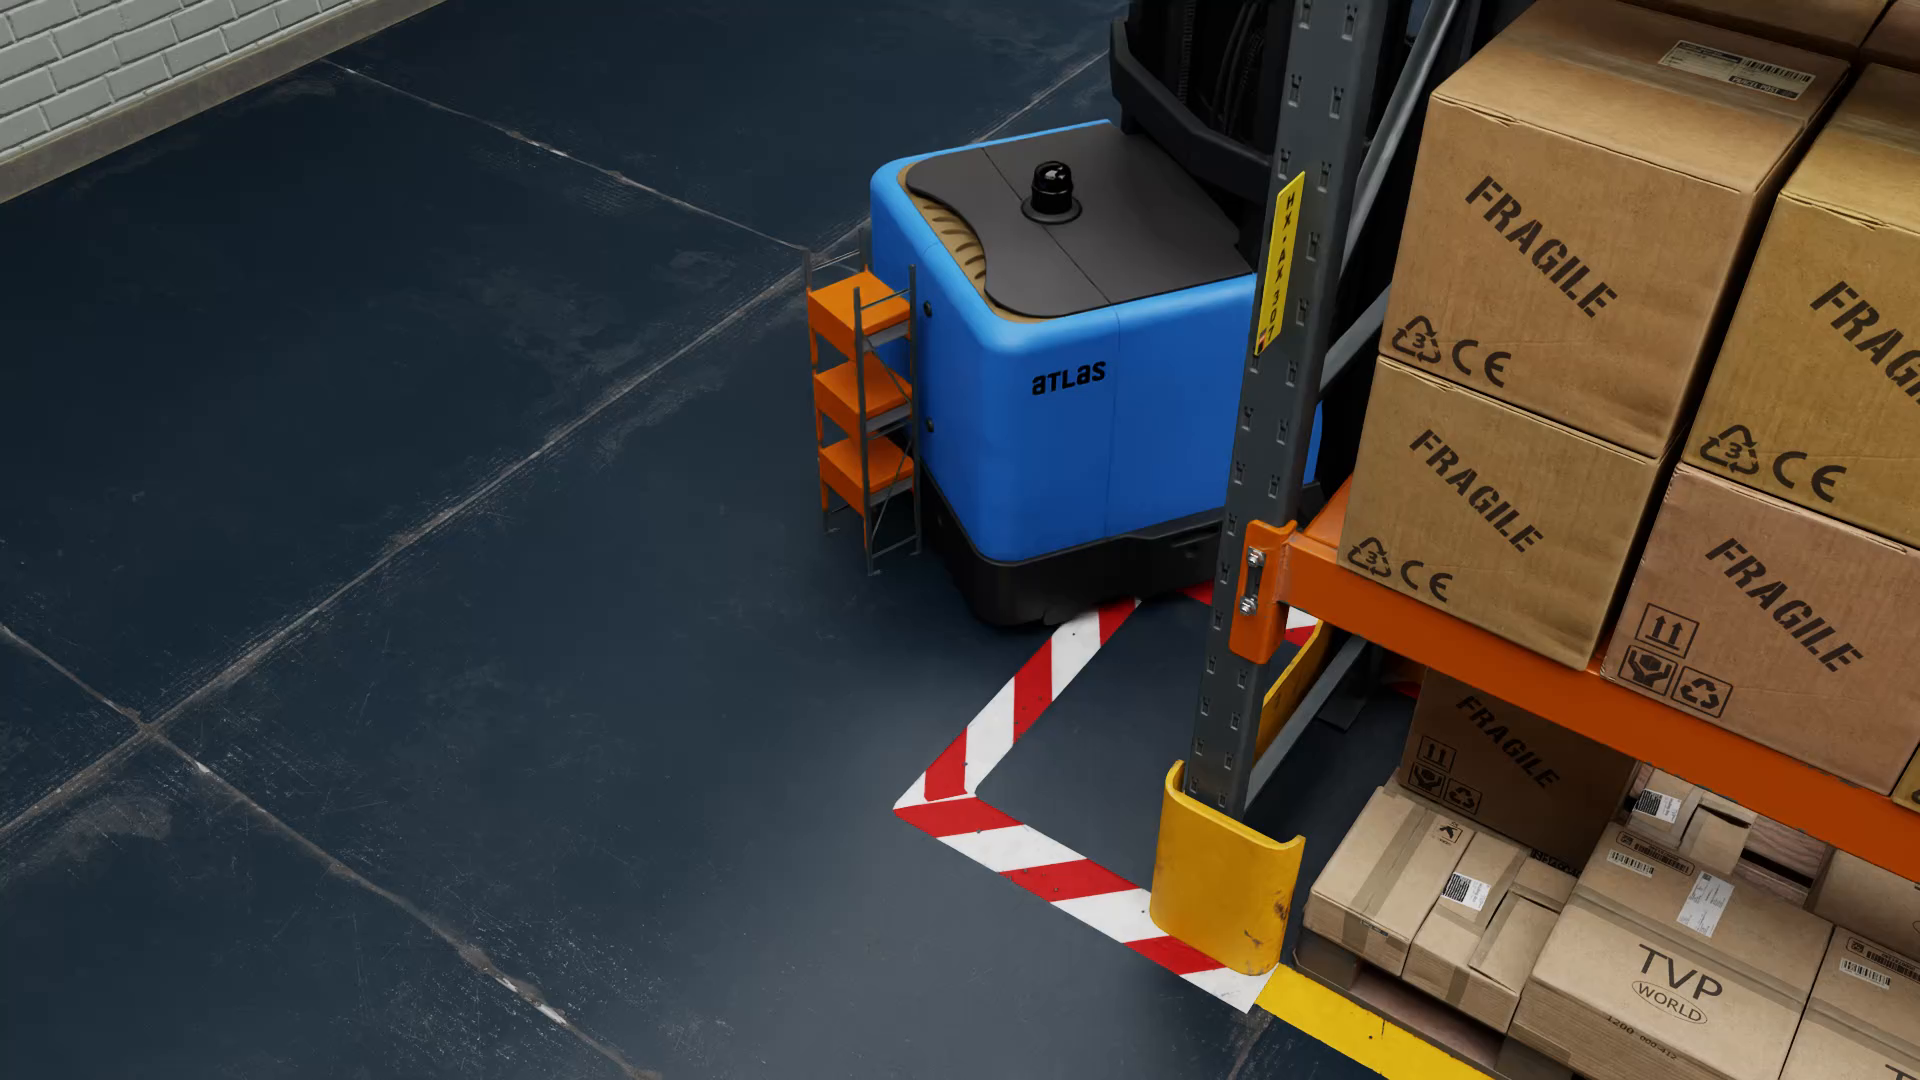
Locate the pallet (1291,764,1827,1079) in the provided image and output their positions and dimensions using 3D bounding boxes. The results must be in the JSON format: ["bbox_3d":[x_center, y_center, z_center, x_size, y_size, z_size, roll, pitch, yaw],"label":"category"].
[{"bbox_3d":[1.582,0.924,4.060,1.213,0.211,1.003,25,48,25],"label":"pallet"}]

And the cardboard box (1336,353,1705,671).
[{"bbox_3d":[1.078,-0.173,3.119,0.500,0.500,0.500,26,48,26],"label":"cardboard box"}]

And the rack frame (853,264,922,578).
[{"bbox_3d":[-0.202,-0.317,4.817,0.200,1.050,0.008,-27,48,-27],"label":"rack frame"}]

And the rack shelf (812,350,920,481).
[{"bbox_3d":[-0.276,-0.374,4.897,0.215,0.259,0.240,-27,48,-27],"label":"rack shelf"}]

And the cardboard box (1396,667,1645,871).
[{"bbox_3d":[1.453,0.392,4.107,0.500,0.500,0.500,25,48,25],"label":"cardboard box"}]

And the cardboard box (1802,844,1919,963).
[{"bbox_3d":[2.214,0.865,3.766,0.500,0.250,0.500,25,48,25],"label":"cardboard box"}]

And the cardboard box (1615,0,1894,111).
[{"bbox_3d":[1.389,-0.839,3.113,0.500,0.500,0.500,25,47,25],"label":"cardboard box"}]

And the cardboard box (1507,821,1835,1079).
[{"bbox_3d":[1.558,0.966,3.653,0.500,0.250,0.500,25,48,25],"label":"cardboard box"}]

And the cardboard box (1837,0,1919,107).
[{"bbox_3d":[1.803,-0.646,2.898,0.500,0.500,0.500,26,48,26],"label":"cardboard box"}]

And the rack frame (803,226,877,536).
[{"bbox_3d":[-0.349,-0.447,4.962,0.200,1.050,0.008,-27,48,-27],"label":"rack frame"}]

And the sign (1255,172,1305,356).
[{"bbox_3d":[0.555,-0.476,2.883,0.005,0.325,0.100,25,48,25],"label":"sign"}]

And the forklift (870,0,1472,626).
[{"bbox_3d":[1.291,-1.463,4.687,3.031,2.935,1.130,-15,44,-16],"label":"forklift"}]

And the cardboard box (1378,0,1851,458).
[{"bbox_3d":[1.078,-0.545,2.785,0.500,0.500,0.500,27,48,27],"label":"cardboard box"}]

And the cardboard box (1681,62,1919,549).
[{"bbox_3d":[1.511,-0.349,2.566,0.500,0.500,0.500,26,48,26],"label":"cardboard box"}]

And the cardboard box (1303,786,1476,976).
[{"bbox_3d":[1.012,0.797,3.918,0.250,0.149,0.380,25,48,25],"label":"cardboard box"}]

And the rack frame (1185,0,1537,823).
[{"bbox_3d":[0.866,-0.449,3.503,0.127,3.000,1.000,25,48,25],"label":"rack frame"}]

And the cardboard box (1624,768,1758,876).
[{"bbox_3d":[1.733,0.720,3.990,0.250,0.166,0.380,25,48,25],"label":"cardboard box"}]

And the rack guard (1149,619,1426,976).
[{"bbox_3d":[0.929,0.511,4.304,0.348,0.500,1.175,25,48,25],"label":"rack guard"}]

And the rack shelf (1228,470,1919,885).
[{"bbox_3d":[2.504,0.584,2.887,4.000,0.370,1.077,25,48,25],"label":"rack shelf"}]

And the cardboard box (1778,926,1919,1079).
[{"bbox_3d":[1.967,1.157,3.439,0.500,0.250,0.500,25,48,25],"label":"cardboard box"}]

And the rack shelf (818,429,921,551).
[{"bbox_3d":[-0.276,-0.167,5.082,0.215,0.259,0.240,-27,48,-27],"label":"rack shelf"}]

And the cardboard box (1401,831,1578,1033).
[{"bbox_3d":[1.217,0.886,3.805,0.250,0.166,0.380,25,48,25],"label":"cardboard box"}]

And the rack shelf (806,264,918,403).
[{"bbox_3d":[-0.276,-0.586,4.707,0.215,0.259,0.240,-27,48,-27],"label":"rack shelf"}]

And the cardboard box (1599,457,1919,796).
[{"bbox_3d":[1.504,0.022,2.901,0.500,0.500,0.500,25,47,25],"label":"cardboard box"}]

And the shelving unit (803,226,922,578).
[{"bbox_3d":[-0.276,-0.382,4.890,0.215,1.050,0.252,-27,48,-27],"label":"shelving unit"}]

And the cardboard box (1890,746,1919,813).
[{"bbox_3d":[1.913,0.216,2.685,0.500,0.500,0.500,25,47,25],"label":"cardboard box"}]
